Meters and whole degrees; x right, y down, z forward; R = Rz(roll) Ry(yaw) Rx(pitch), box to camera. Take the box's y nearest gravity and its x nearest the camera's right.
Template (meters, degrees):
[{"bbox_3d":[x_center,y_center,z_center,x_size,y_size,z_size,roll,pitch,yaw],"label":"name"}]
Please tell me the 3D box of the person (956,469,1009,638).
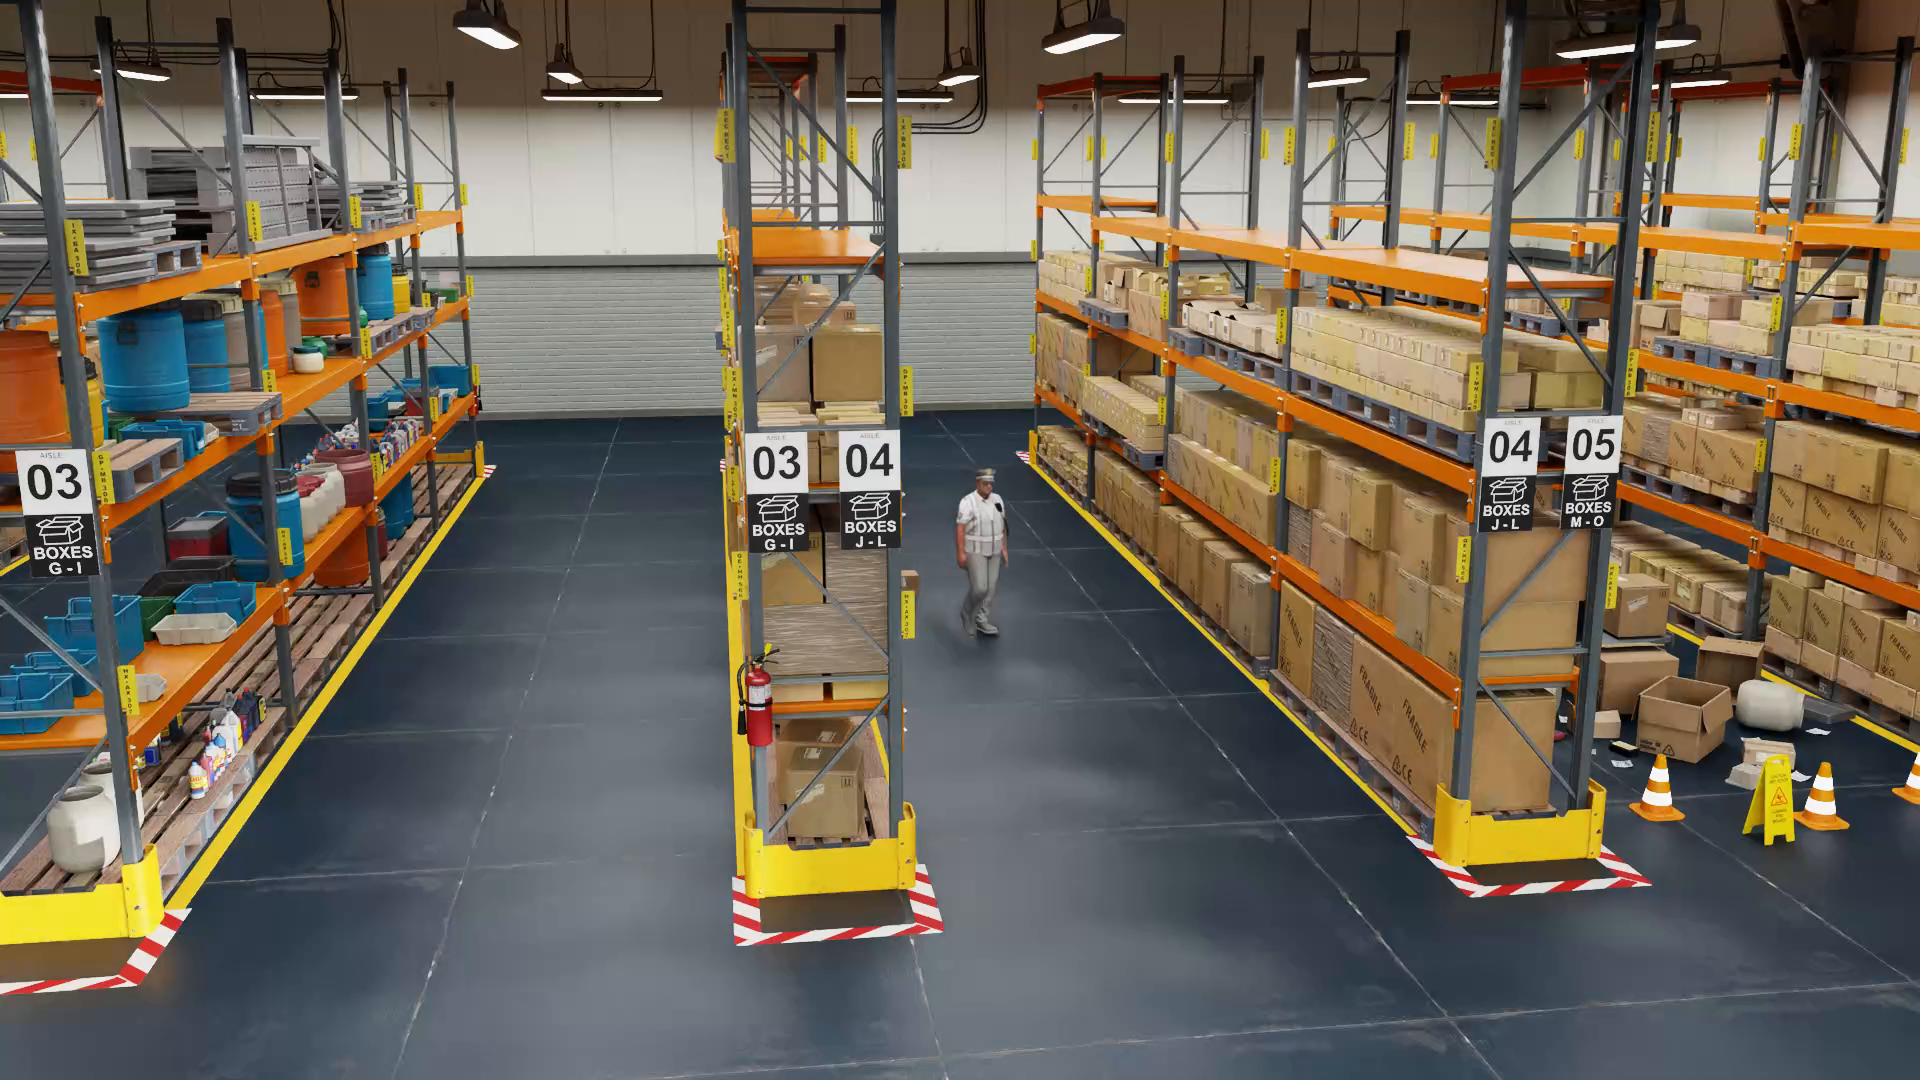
[{"bbox_3d":[0.247,0.137,17.304,0.543,1.796,0.452,-9,16,-34],"label":"person"}]
